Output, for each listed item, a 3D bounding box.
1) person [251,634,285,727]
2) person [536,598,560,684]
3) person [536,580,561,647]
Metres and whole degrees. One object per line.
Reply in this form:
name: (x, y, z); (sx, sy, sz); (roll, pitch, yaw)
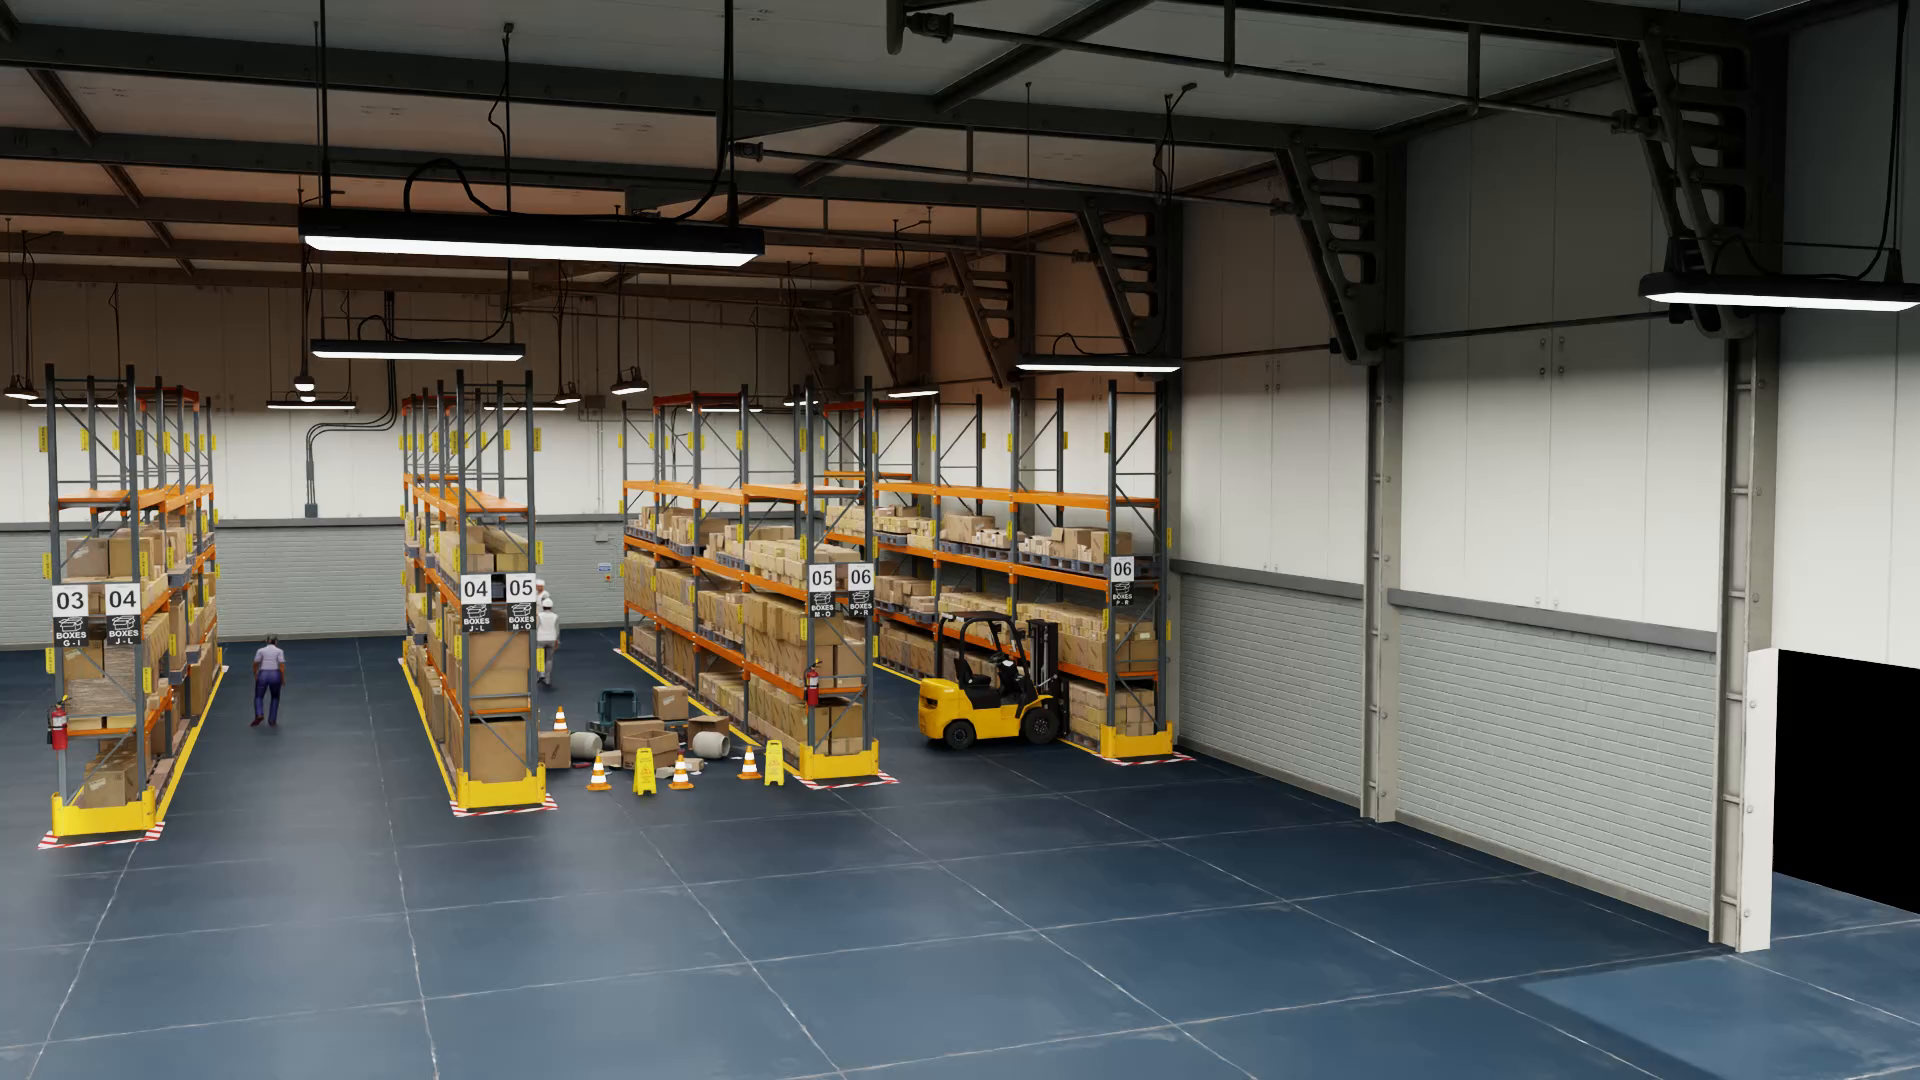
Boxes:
person: (-12.176, 2.493, 29.261); (0.567, 1.608, 0.638); (-1, 4, -19)
person: (-8.557, 2.097, 34.395); (0.565, 1.771, 0.464); (-1, 4, -21)
person: (-10.120, 1.810, 39.947); (1.146, 1.706, 0.510); (-2, 4, -36)
